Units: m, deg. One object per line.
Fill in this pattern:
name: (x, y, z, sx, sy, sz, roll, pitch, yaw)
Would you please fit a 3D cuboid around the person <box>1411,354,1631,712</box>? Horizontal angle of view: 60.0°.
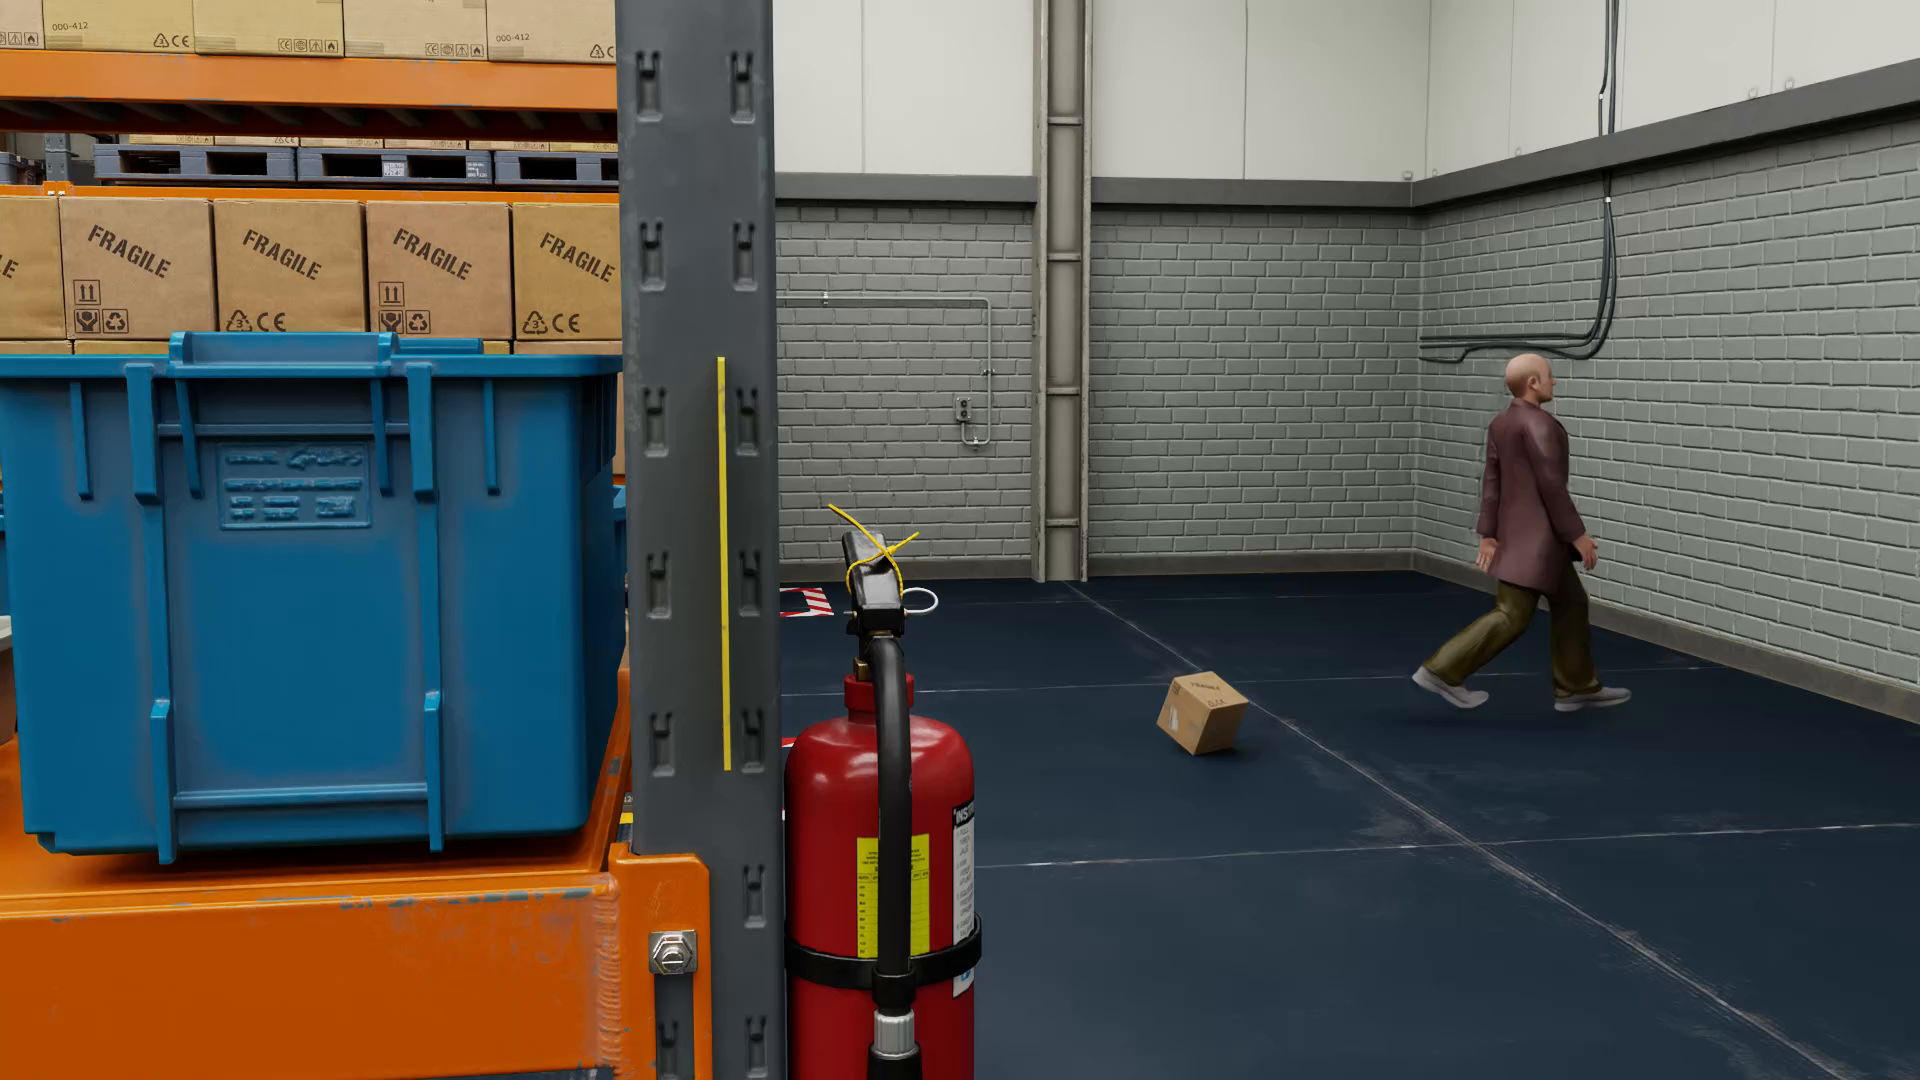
person: (2.718, -0.020, 7.944, 1.101, 1.730, 0.580, 0, 6, 3)
